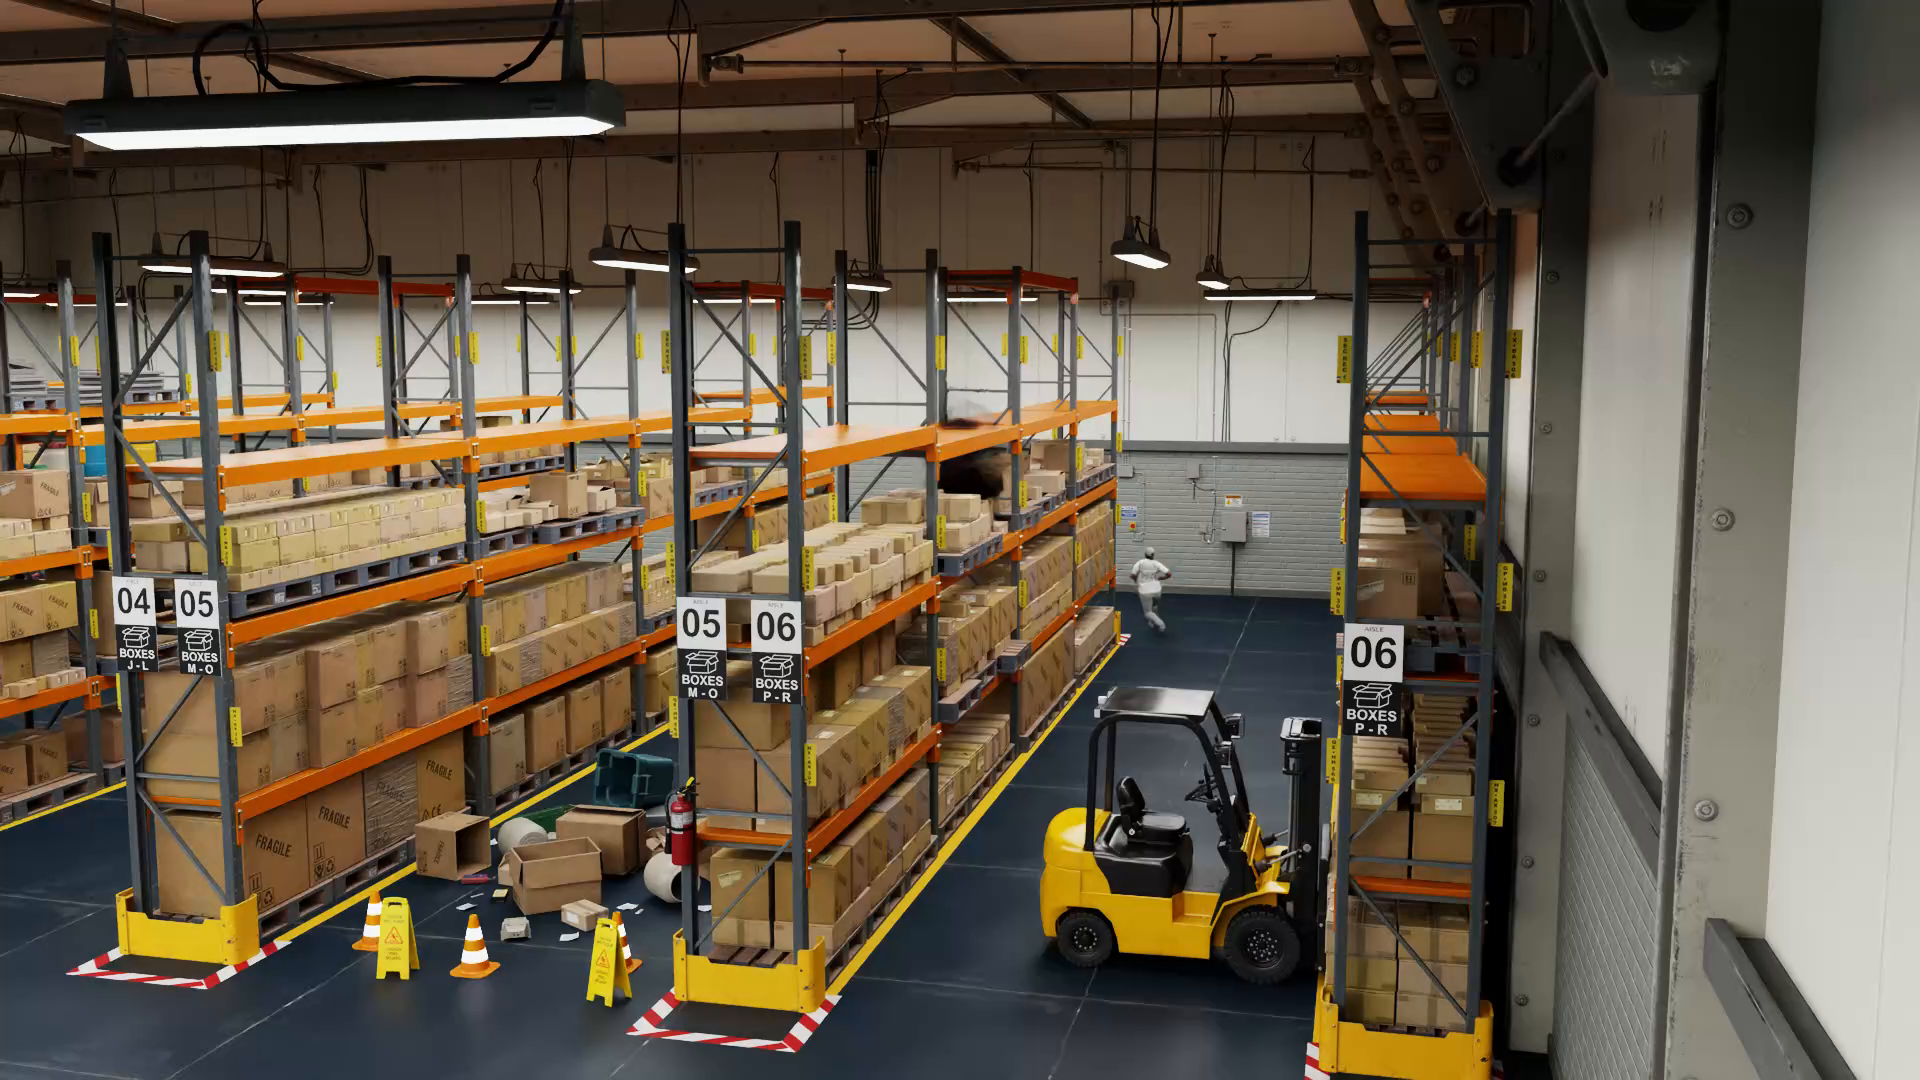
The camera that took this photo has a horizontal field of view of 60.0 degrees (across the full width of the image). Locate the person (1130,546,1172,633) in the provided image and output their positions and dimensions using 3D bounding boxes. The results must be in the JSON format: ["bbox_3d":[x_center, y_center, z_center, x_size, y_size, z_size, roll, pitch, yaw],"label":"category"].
[{"bbox_3d":[3.300,0.866,29.074,0.702,1.498,1.028,-2,7,-19],"label":"person"}]
